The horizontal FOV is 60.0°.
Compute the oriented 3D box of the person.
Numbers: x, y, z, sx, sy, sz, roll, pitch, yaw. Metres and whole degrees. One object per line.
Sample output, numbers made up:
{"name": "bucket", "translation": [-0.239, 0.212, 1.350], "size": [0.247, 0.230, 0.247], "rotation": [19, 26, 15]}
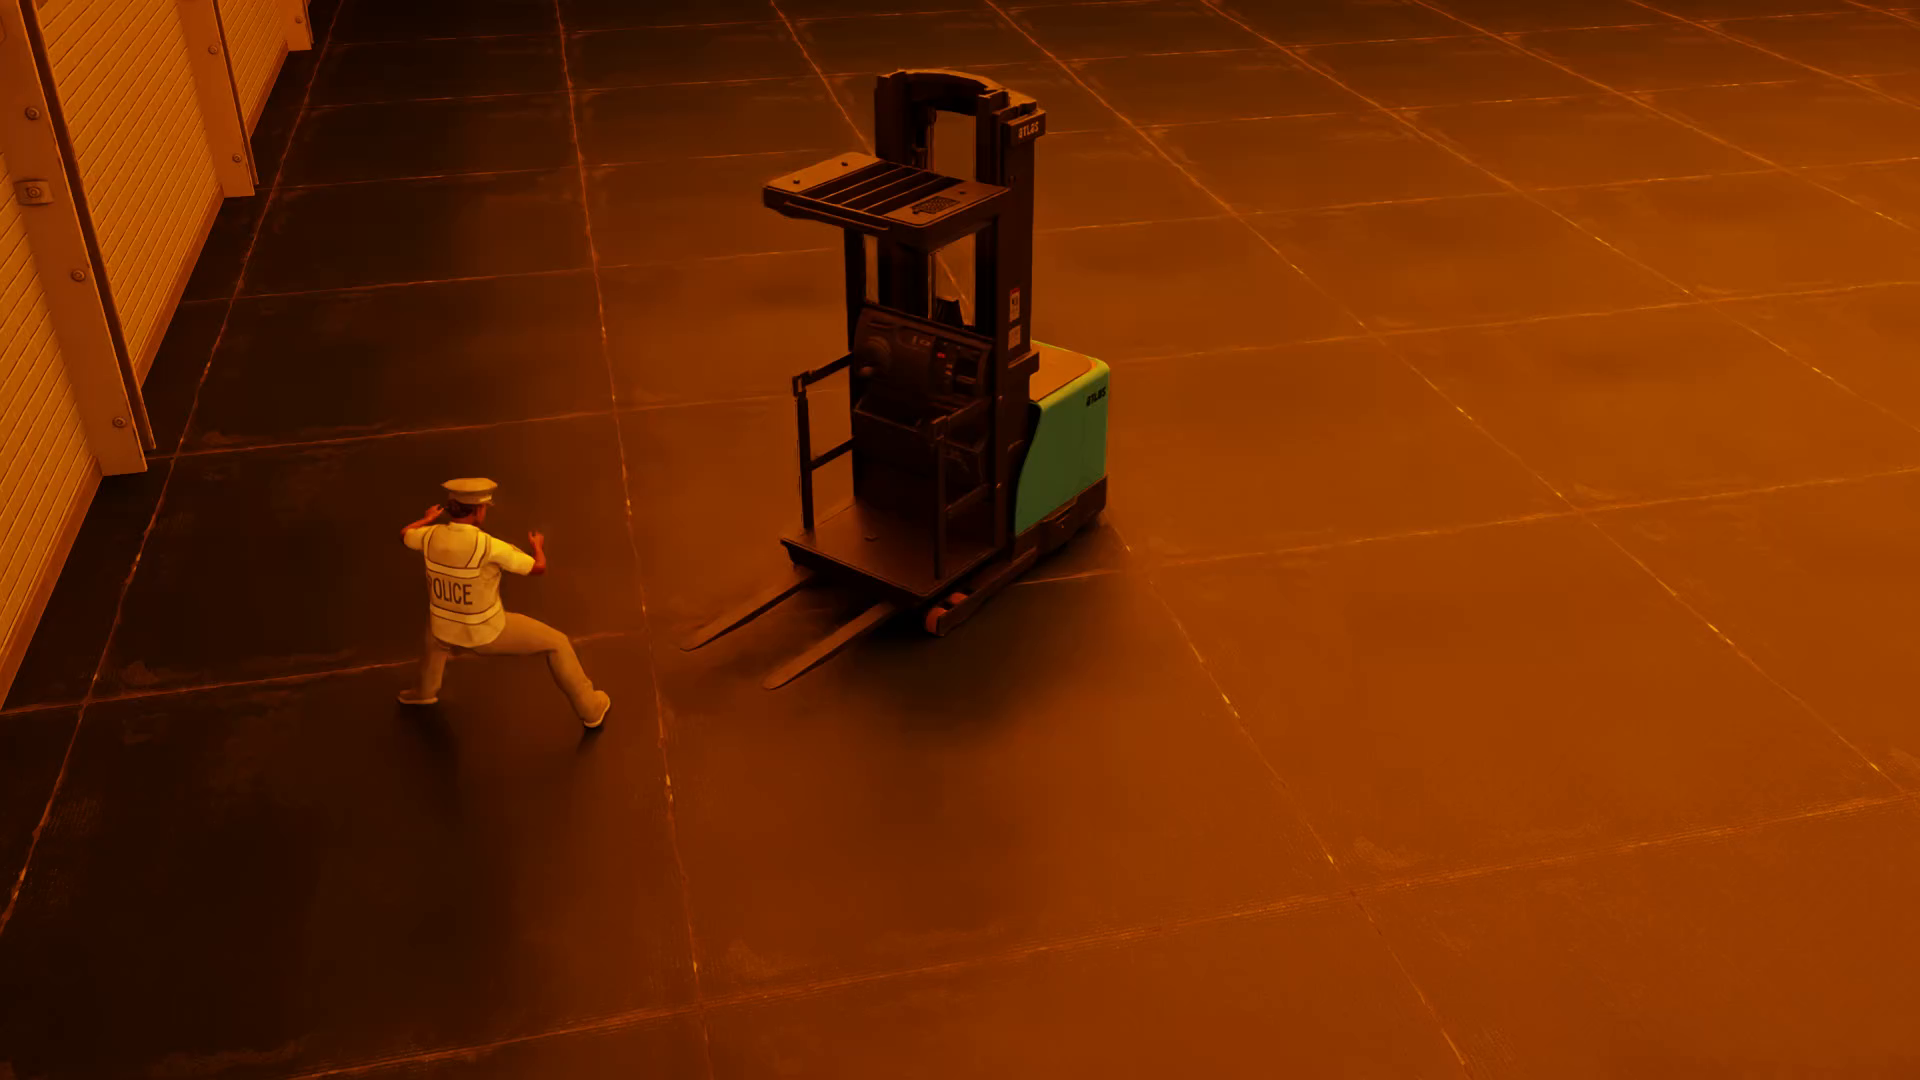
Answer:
{"name": "person", "translation": [-2.445, 0.294, 8.556], "size": [1.126, 1.438, 0.670], "rotation": [10, 32, 17]}

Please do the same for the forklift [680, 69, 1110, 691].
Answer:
{"name": "forklift", "translation": [-0.349, -0.995, 9.293], "size": [1.130, 2.935, 3.031], "rotation": [21, 36, 31]}
